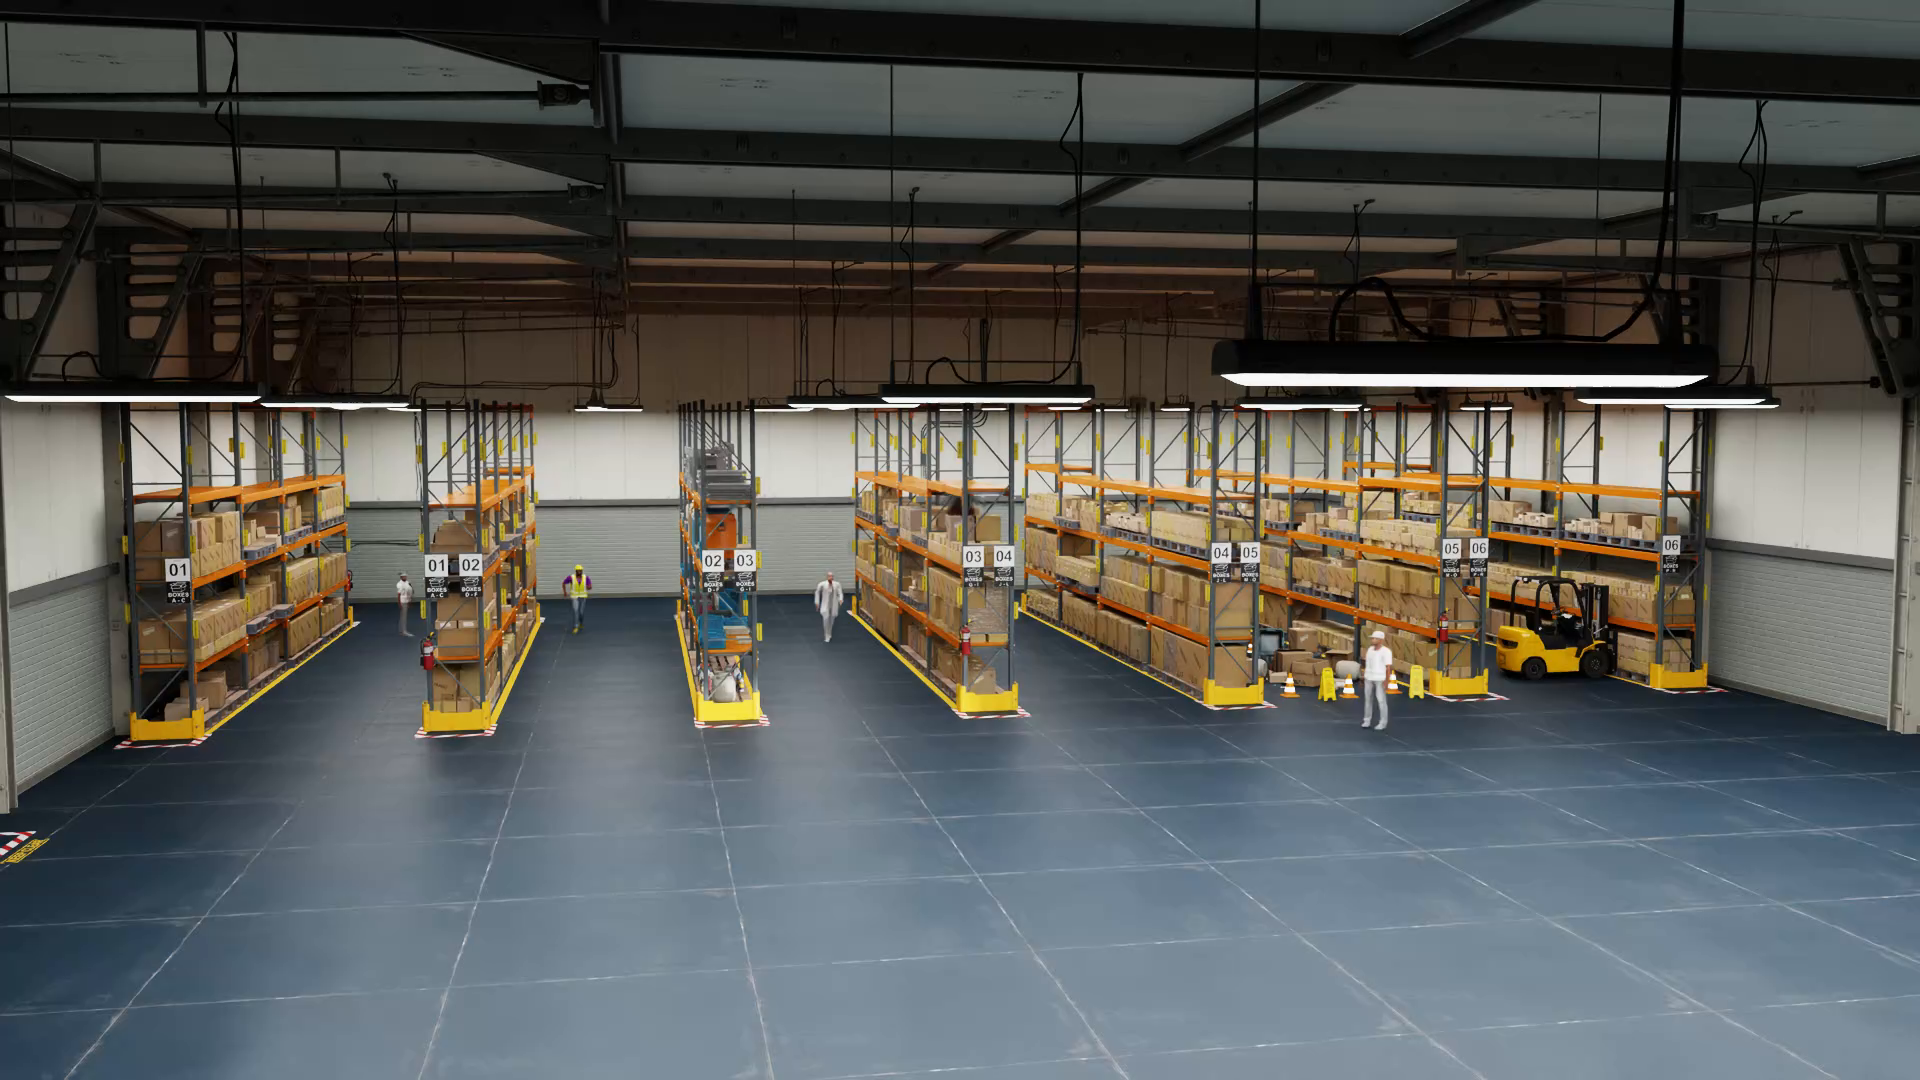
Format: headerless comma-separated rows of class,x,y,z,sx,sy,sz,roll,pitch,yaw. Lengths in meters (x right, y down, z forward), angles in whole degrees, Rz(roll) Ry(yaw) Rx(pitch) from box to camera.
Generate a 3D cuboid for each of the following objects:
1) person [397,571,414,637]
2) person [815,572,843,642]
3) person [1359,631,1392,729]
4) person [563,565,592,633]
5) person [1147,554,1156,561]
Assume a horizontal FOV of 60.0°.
person,-14.362,1.639,43.056,0.427,1.700,0.470,0,4,2
person,-3.319,1.645,42.194,0.695,1.681,0.918,-1,4,-11
person,7.571,2.540,30.331,0.630,1.769,0.431,4,6,43
person,-10.036,1.521,43.662,0.760,1.735,1.016,-1,4,-14
person,5.503,1.198,48.587,0.417,1.808,0.591,-3,5,-37
